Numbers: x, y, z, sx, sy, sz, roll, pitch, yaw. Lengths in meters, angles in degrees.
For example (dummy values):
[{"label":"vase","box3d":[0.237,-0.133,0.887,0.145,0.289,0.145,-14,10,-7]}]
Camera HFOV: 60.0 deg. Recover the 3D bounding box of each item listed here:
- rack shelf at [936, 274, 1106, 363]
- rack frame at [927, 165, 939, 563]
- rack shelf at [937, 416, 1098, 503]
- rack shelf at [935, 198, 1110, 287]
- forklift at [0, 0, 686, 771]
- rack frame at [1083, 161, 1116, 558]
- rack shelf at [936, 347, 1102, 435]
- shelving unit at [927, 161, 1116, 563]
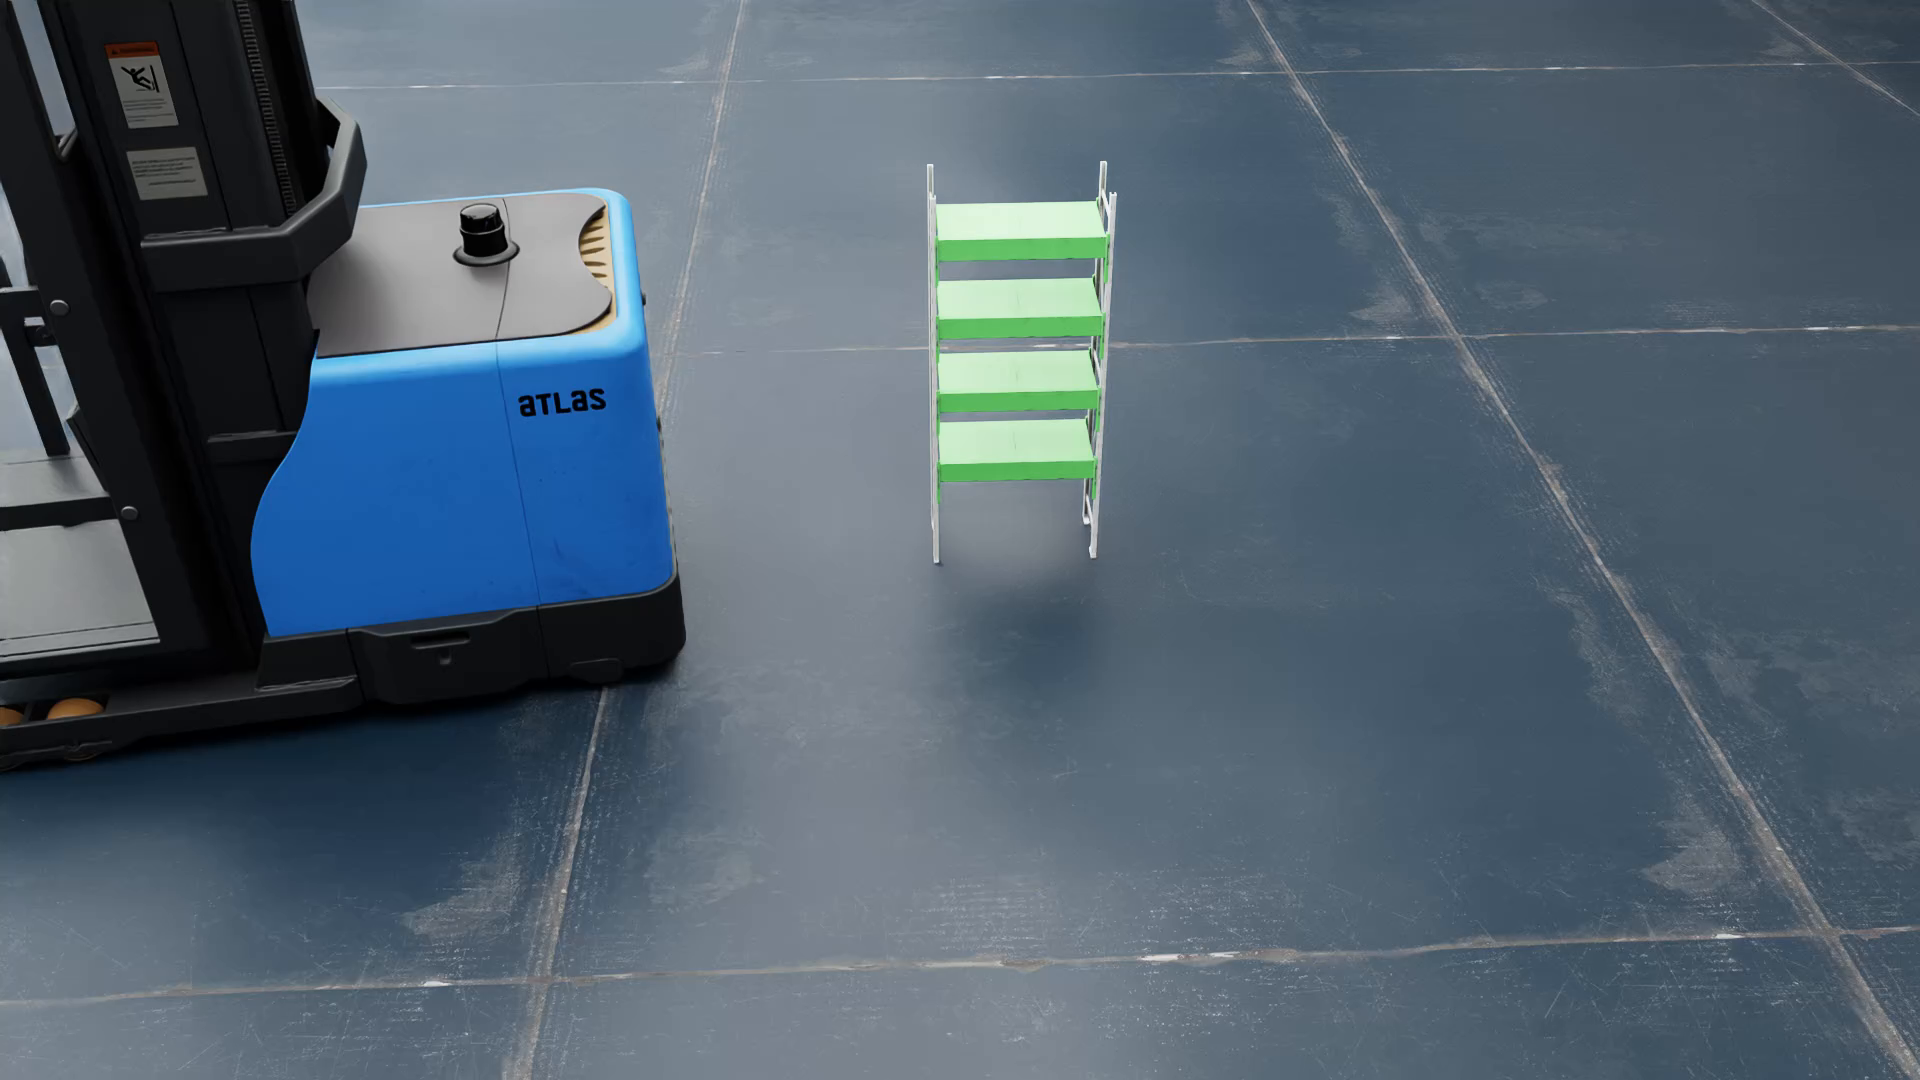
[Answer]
[{"label":"rack shelf","box3d":[0.165,-0.643,4.815,0.480,0.148,0.258,-2,35,-2]},{"label":"rack frame","box3d":[-0.078,-0.491,4.905,0.015,1.200,0.240,-2,35,-2]},{"label":"rack shelf","box3d":[0.165,-0.248,5.088,0.480,0.148,0.258,-2,35,-2]},{"label":"rack shelf","box3d":[0.165,-0.840,4.678,0.480,0.148,0.258,-2,35,-2]},{"label":"forklift","box3d":[-2.347,-0.927,4.014,3.031,2.935,1.130,-7,35,-10]},{"label":"rack frame","box3d":[0.409,-0.504,4.924,0.015,1.200,0.240,-2,35,-2]},{"label":"rack shelf","box3d":[0.165,-0.445,4.951,0.480,0.148,0.258,-2,35,-2]},{"label":"shelving unit","box3d":[0.165,-0.498,4.915,0.503,1.200,0.258,-2,35,-2]}]
